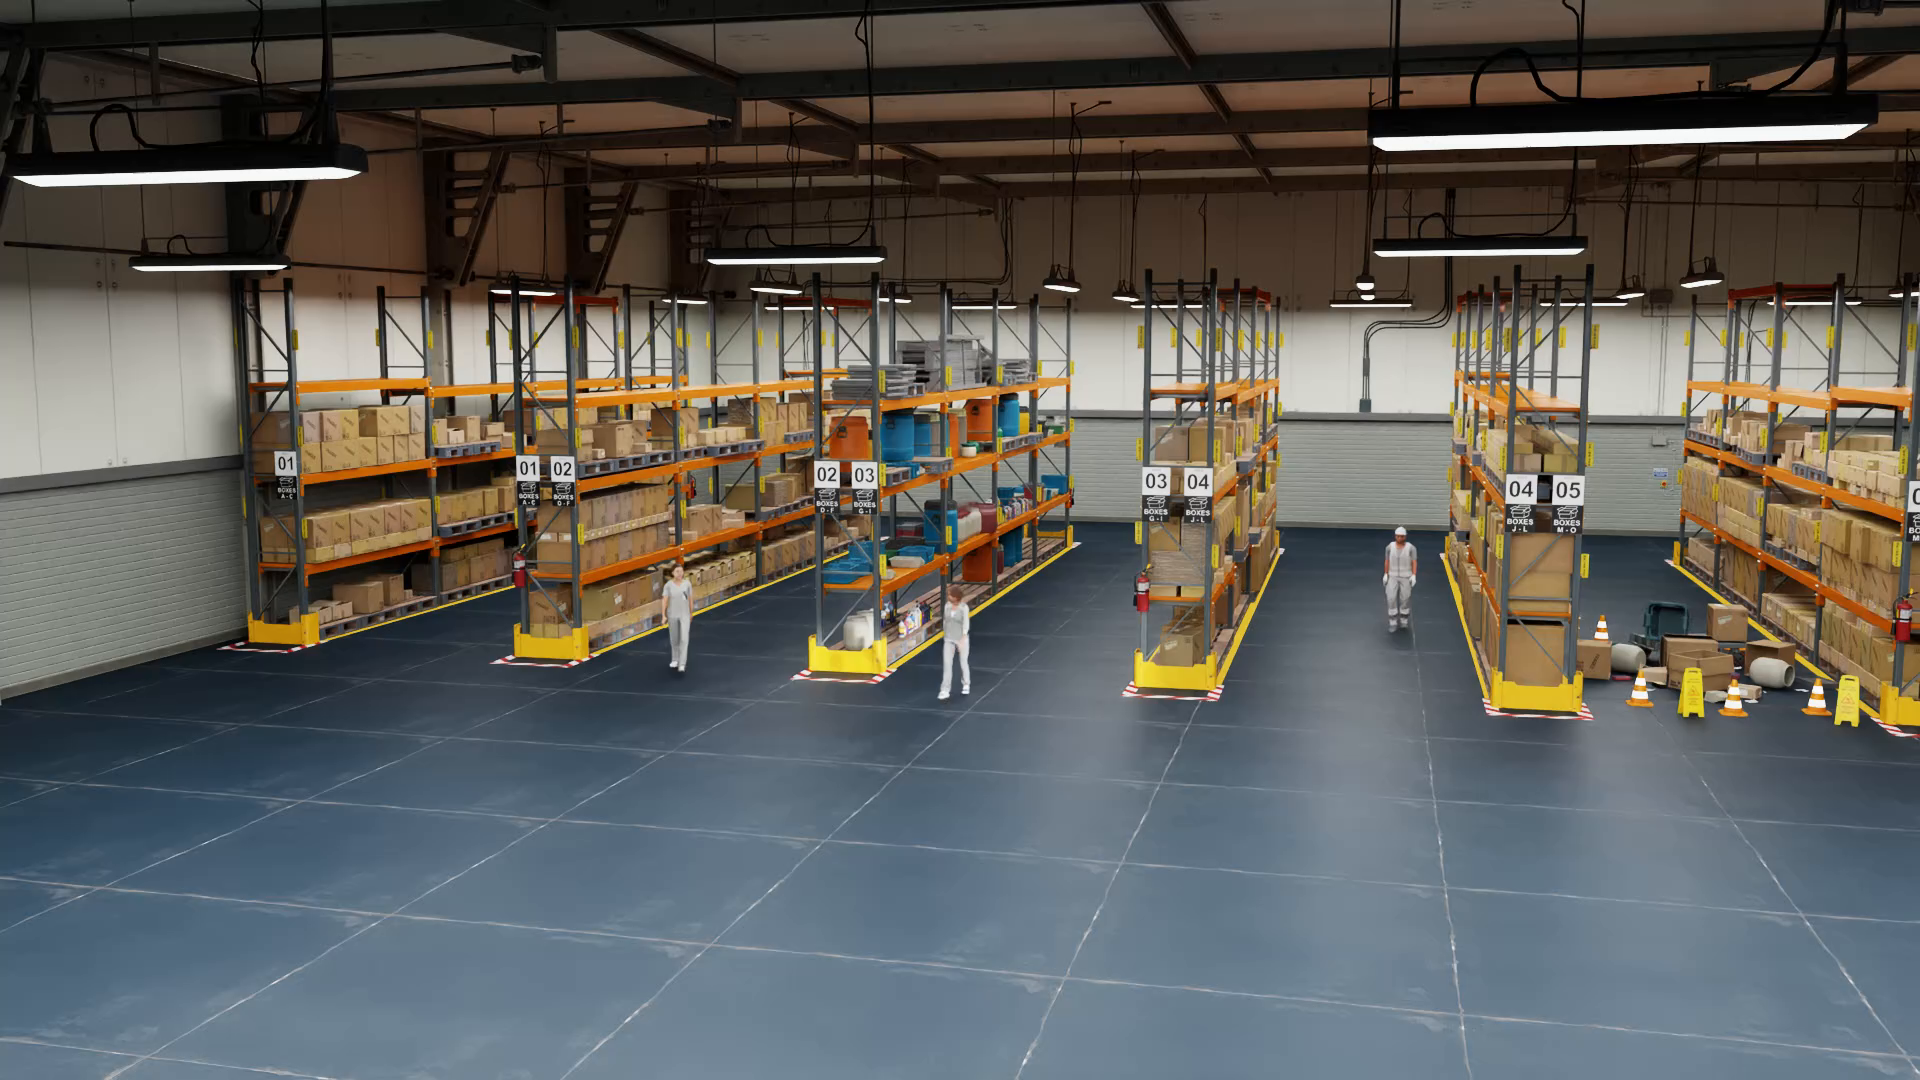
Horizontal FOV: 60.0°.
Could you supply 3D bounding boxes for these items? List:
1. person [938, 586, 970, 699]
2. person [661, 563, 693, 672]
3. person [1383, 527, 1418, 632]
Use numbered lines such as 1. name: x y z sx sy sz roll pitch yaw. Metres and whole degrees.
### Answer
1. person: -0.080 1.431 23.237 0.436 1.557 0.932 2 7 19
2. person: -4.272 1.163 25.132 0.465 1.635 0.913 -1 7 -8
3. person: 7.614 0.691 28.783 0.597 1.840 0.535 3 8 25
